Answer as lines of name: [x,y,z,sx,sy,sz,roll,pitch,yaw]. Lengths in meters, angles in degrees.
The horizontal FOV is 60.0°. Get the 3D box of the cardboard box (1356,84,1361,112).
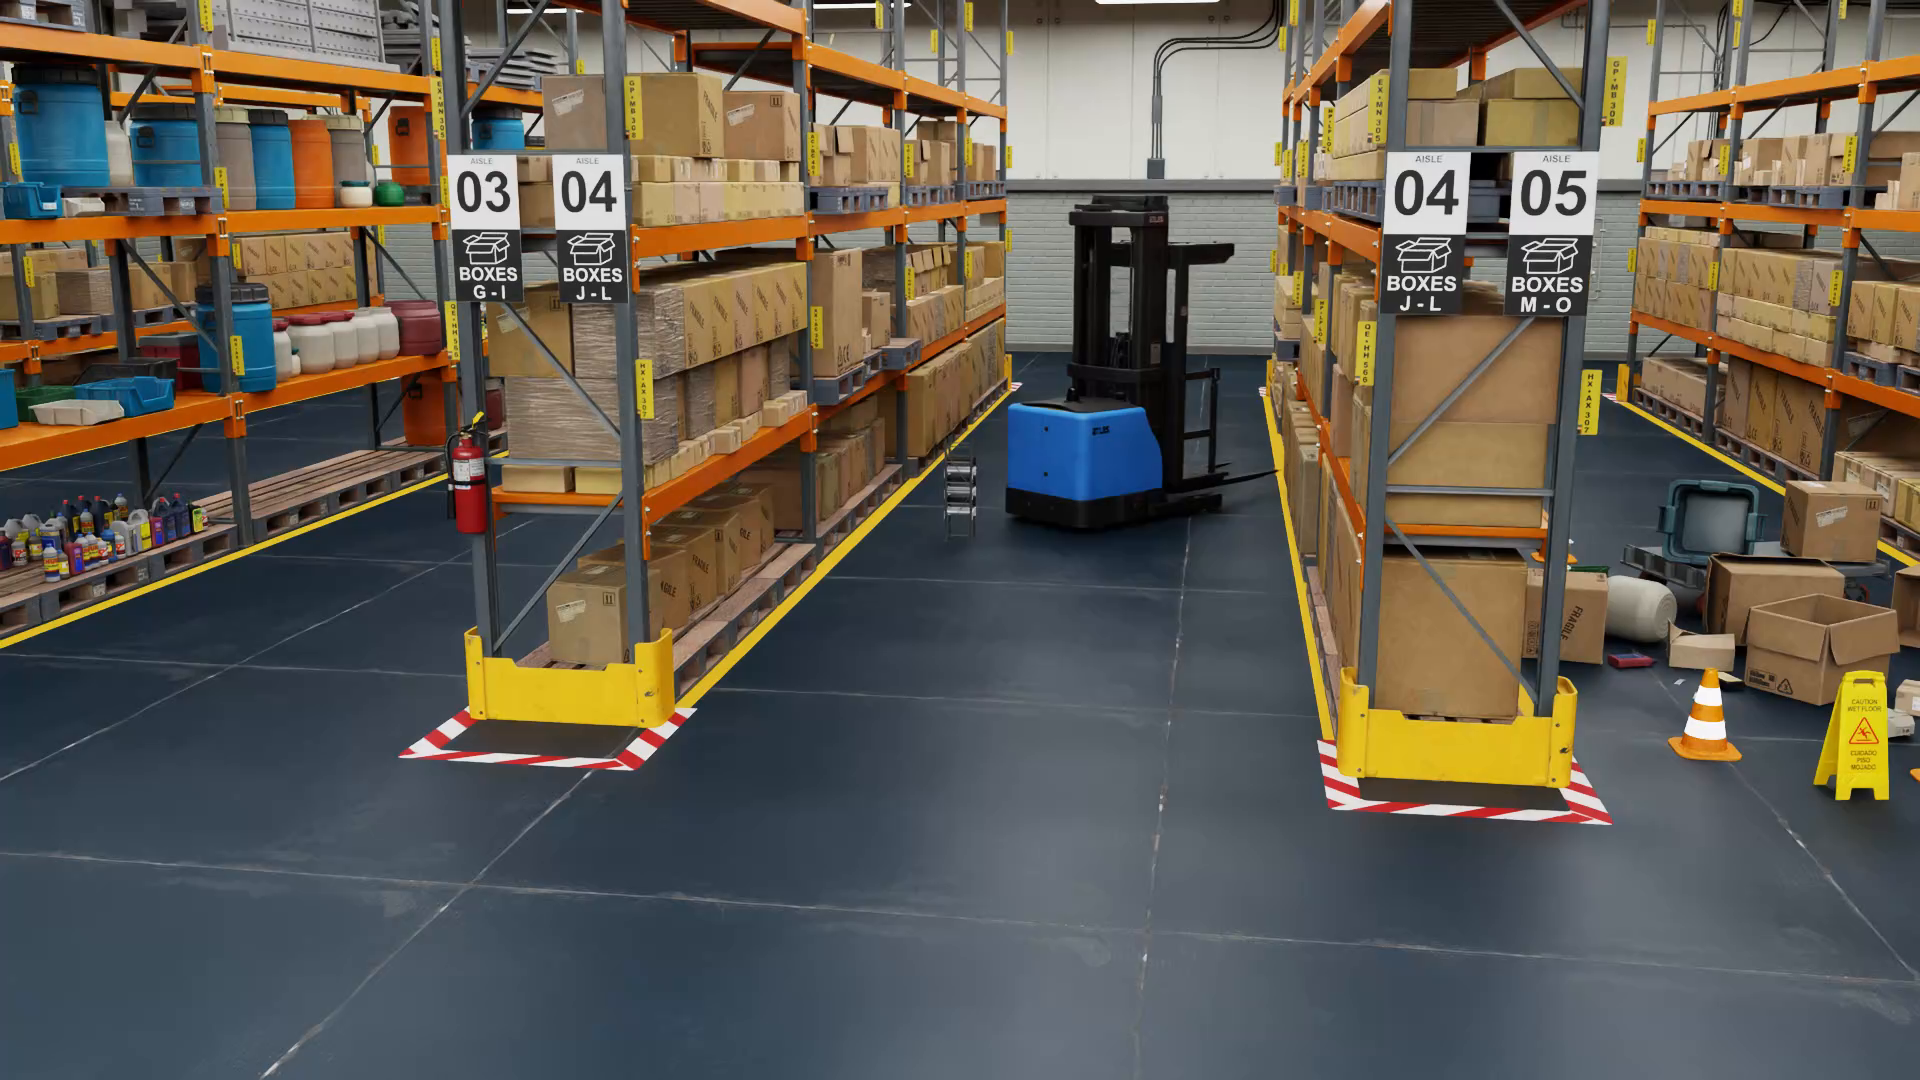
cardboard box: [2.516,-2.580,9.695,0.380,0.149,0.250,2,12,8]

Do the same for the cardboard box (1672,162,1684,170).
cardboard box: [9.991,-4.989,22.524,0.500,0.250,0.500,1,12,3]

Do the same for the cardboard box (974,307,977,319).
cardboard box: [0.018,-2.964,21.724,0.380,0.149,0.250,2,12,11]

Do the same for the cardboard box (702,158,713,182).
cardboard box: [-1.777,-2.336,10.502,0.380,0.149,0.250,1,12,6]

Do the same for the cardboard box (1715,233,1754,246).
cardboard box: [9.237,-3.586,19.863,0.380,0.149,0.250,2,12,10]

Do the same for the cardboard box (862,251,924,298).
cardboard box: [-0.820,-2.920,18.306,0.797,0.503,0.637,2,12,10]

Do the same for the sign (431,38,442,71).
sign: [-5.401,-5.013,17.160,0.100,0.325,0.005,2,12,9]

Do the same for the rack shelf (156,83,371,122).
rack shelf: [-9.917,-6.244,23.822,1.077,0.370,4.000,2,12,9]

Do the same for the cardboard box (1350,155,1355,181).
cardboard box: [2.555,-2.242,10.020,0.380,0.149,0.250,2,12,9]

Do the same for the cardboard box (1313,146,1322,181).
cardboard box: [3.505,-3.446,15.219,0.500,0.311,0.500,2,12,9]

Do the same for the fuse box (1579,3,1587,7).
fuse box: [10.561,-9.112,27.820,0.513,0.334,0.176,2,12,9]

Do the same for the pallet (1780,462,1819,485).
pallet: [8.936,-0.571,16.644,1.003,0.211,1.213,2,12,9]

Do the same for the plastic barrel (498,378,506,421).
plastic barrel: [-5.715,-1.701,20.177,0.421,0.512,0.421,0,12,0]

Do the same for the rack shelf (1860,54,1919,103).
rack shelf: [8.433,-3.742,13.154,1.077,0.370,4.000,2,12,9]

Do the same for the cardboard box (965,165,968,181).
cardboard box: [-0.288,-4.973,21.856,0.700,0.500,0.500,3,12,12]

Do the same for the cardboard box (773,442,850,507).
cardboard box: [-1.373,-0.597,15.031,0.700,0.500,0.500,1,12,4]

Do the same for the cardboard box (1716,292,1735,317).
cardboard box: [9.010,-2.694,19.044,0.500,0.250,0.500,2,12,7]

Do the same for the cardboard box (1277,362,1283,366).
cardboard box: [4.465,-2.307,22.438,0.380,0.149,0.250,2,12,10]

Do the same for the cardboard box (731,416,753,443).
cardboard box: [-1.654,-0.772,11.554,0.380,0.149,0.250,2,12,9]

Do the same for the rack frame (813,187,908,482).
rack frame: [-1.051,-2.094,17.090,1.000,3.000,0.127,2,12,9]

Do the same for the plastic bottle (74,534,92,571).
plastic bottle: [-6.536,0.091,12.383,0.097,0.271,0.097,0,12,0]

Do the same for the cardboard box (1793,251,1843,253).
cardboard box: [9.463,-2.934,18.377,0.500,0.500,0.500,2,12,10]

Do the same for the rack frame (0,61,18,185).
rack frame: [-10.839,-5.348,17.951,1.000,3.000,0.127,2,12,9]

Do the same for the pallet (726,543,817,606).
pallet: [-1.735,0.243,12.866,1.003,0.211,1.213,2,12,9]

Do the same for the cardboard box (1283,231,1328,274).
cardboard box: [4.254,-3.535,20.458,0.500,0.500,0.500,1,12,7]

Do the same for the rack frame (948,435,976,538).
rack frame: [0.017,-0.463,14.505,0.240,0.900,0.006,2,12,9]

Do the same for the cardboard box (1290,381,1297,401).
cardboard box: [3.747,-1.518,17.576,0.500,0.250,0.500,2,12,9]

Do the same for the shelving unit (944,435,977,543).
shelving unit: [0.001,-0.442,14.406,0.258,0.900,0.210,2,12,9]

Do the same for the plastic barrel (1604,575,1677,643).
plastic barrel: [4.560,0.466,11.328,0.421,0.421,0.512,-10,16,-40]

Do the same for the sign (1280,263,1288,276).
sign: [3.912,-3.184,20.093,0.100,0.325,0.005,2,12,9]

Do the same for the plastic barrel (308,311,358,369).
plastic barrel: [-6.017,-1.923,15.974,0.433,0.535,0.433,0,12,0]

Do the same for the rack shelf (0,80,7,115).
rack shelf: [-11.147,-4.385,16.137,1.077,0.370,4.000,2,12,9]

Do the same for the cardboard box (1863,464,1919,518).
cardboard box: [8.538,-0.422,14.574,0.950,0.372,0.625,2,12,8]

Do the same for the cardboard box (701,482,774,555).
cardboard box: [-1.768,-0.163,13.065,0.500,0.500,0.500,1,12,7]

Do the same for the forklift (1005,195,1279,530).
forklift: [1.853,-1.755,15.678,3.031,2.935,1.130,-11,16,-41]

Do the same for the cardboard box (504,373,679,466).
cardboard box: [-2.170,-0.737,9.848,0.875,0.500,0.500,2,12,9]

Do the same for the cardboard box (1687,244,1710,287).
cardboard box: [9.242,-3.356,20.334,0.500,0.500,0.500,2,12,8]

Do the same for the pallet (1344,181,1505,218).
pallet: [2.893,-2.079,10.112,1.003,0.211,1.213,2,12,9]

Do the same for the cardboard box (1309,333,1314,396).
cardboard box: [3.190,-1.456,13.893,0.500,0.500,0.500,2,12,9]

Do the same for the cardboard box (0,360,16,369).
cardboard box: [-14.741,-2.755,25.094,0.700,0.500,0.500,2,12,10]

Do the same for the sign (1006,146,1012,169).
sign: [0.713,-5.599,24.321,0.100,0.325,0.005,2,12,9]

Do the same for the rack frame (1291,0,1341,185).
rack frame: [4.449,-5.678,19.478,1.000,3.000,0.127,2,12,9]

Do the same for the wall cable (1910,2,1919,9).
wall cable: [17.009,-10.063,26.626,2.988,3.039,0.133,2,12,9]

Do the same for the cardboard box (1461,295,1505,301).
cardboard box: [2.913,-1.154,9.808,0.875,0.550,0.550,2,12,9]

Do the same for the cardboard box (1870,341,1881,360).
cardboard box: [8.343,-1.680,14.771,0.380,0.149,0.250,1,12,5]

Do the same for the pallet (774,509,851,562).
pallet: [-1.548,-0.060,14.272,1.003,0.211,1.213,2,12,9]

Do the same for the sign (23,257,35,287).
sign: [-10.290,-2.964,18.380,0.100,0.325,0.005,2,12,9]

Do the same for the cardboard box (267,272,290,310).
cardboard box: [-9.801,-3.501,23.382,0.500,0.500,0.500,2,12,10]

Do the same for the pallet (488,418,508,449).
pallet: [-5.675,-1.310,20.071,1.003,0.211,1.213,2,12,9]

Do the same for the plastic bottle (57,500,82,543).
plastic bottle: [-7.124,-0.148,13.304,0.144,0.351,0.185,1,12,6]

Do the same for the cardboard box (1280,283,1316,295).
cardboard box: [3.698,-2.726,18.208,0.380,0.149,0.250,2,12,10]

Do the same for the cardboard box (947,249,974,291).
cardboard box: [-0.110,-3.457,21.283,0.500,0.500,0.500,2,12,9]

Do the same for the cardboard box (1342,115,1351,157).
cardboard box: [2.714,-2.569,10.591,0.500,0.250,0.500,2,12,8]

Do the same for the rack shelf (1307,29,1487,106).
rack shelf: [3.526,-3.881,13.800,1.077,0.370,4.000,2,12,9]

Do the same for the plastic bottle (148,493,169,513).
plastic bottle: [-6.517,-0.203,13.560,0.144,0.351,0.185,2,12,9]

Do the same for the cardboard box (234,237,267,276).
cardboard box: [-9.874,-3.875,22.743,0.500,0.500,0.500,2,12,10]

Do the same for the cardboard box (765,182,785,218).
cardboard box: [-1.569,-2.443,11.943,0.500,0.250,0.500,2,12,10]
